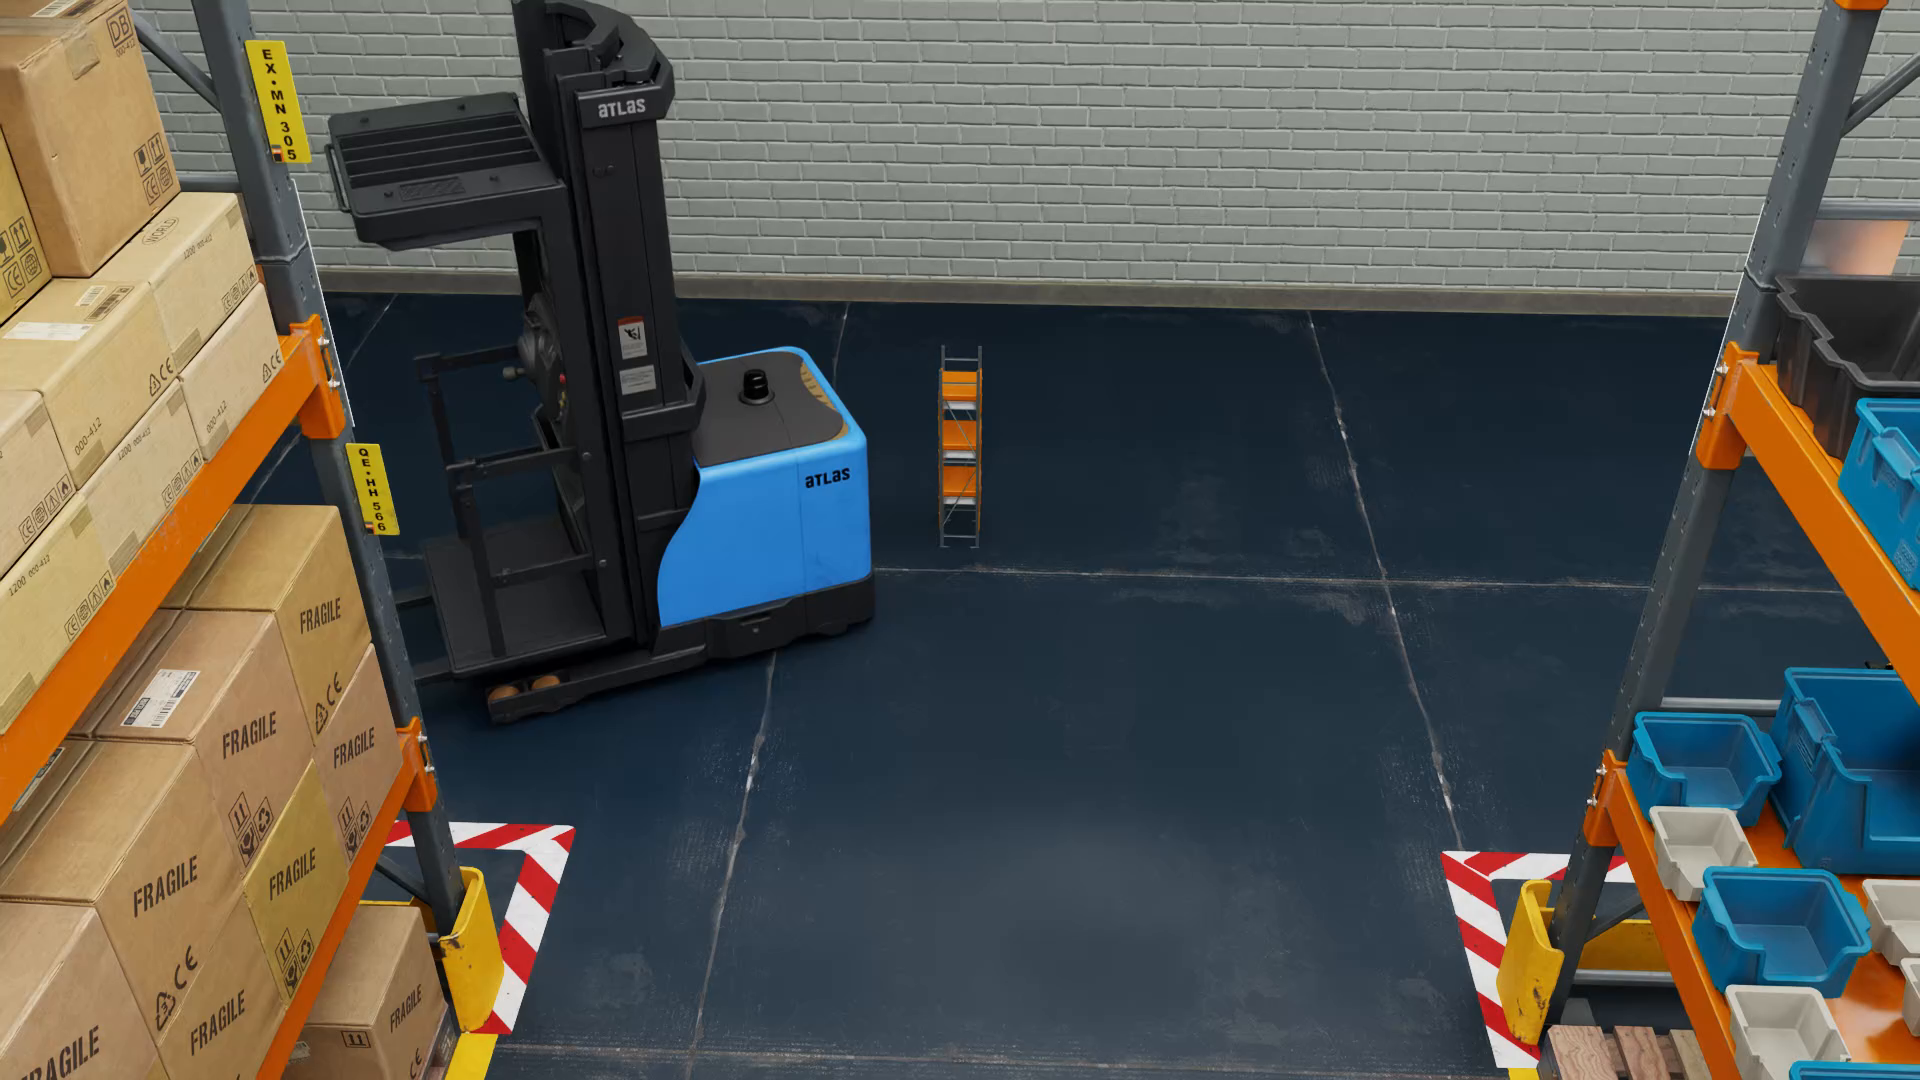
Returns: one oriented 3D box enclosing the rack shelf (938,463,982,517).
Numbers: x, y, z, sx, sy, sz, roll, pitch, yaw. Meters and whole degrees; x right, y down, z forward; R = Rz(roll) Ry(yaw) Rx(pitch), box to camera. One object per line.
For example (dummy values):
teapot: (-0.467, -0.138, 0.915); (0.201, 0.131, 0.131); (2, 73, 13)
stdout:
rack shelf: (0.002, -0.224, 8.603); (0.215, 0.259, 0.240); (1, 35, 2)

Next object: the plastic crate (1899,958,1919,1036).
plastic crate: (2.746, 1.267, 4.461); (0.396, 0.136, 0.243); (1, 35, 2)

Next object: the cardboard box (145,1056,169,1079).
cardboard box: (-2.134, 1.525, 3.830); (0.500, 0.500, 0.500); (1, 35, 1)

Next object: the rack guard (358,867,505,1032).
rack guard: (-2.328, 1.495, 6.134); (1.175, 0.500, 0.348); (1, 35, 2)

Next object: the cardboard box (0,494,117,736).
cardboard box: (-2.120, 0.138, 3.412); (0.500, 0.250, 0.500); (1, 35, 2)

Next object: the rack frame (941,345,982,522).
rack frame: (0.007, -0.530, 8.537); (0.200, 1.050, 0.008); (1, 35, 2)

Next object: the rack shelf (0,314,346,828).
rack shelf: (-2.405, 0.644, 3.187); (1.077, 0.370, 4.000); (1, 35, 2)

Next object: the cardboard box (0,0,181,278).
cardboard box: (-2.329, -0.953, 3.878); (0.700, 0.500, 0.500); (1, 35, 2)

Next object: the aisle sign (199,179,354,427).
aisle sign: (-2.016, -0.667, 4.776); (0.394, 0.787, 0.004); (1, 35, 2)

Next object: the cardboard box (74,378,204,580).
cardboard box: (-2.113, -0.149, 3.821); (0.500, 0.250, 0.500); (1, 35, 2)

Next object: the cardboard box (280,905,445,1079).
cardboard box: (-2.101, 1.589, 5.617); (0.500, 0.500, 0.500); (1, 35, 2)

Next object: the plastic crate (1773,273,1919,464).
plastic crate: (2.330, -0.414, 4.181); (0.497, 0.269, 0.590); (1, 35, 2)

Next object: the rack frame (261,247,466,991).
rack frame: (-2.325, 0.428, 5.478); (1.000, 3.000, 0.127); (1, 35, 2)

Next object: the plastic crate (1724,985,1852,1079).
plastic crate: (2.162, 1.334, 4.365); (0.250, 0.136, 0.298); (1, 35, 2)

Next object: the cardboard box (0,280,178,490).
cardboard box: (-2.111, -0.354, 3.677); (0.500, 0.250, 0.500); (1, 35, 2)

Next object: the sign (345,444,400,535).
sign: (-1.771, -0.150, 5.019); (0.100, 0.325, 0.005); (1, 35, 2)

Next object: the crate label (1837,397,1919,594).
crate label: (2.264, -0.099, 3.748); (0.408, 0.251, 0.502); (1, 35, 2)

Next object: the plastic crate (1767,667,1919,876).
plastic crate: (2.797, 0.702, 5.005); (0.616, 0.435, 0.499); (1, 35, 2)

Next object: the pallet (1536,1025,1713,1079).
pallet: (2.552, 2.159, 5.441); (1.003, 0.211, 1.213); (1, 35, 2)

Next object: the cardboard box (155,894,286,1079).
cardboard box: (-2.114, 1.236, 4.242); (0.500, 0.500, 0.500); (2, 35, 2)

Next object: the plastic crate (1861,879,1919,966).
plastic crate: (2.772, 1.101, 4.698); (0.396, 0.136, 0.243); (1, 35, 2)

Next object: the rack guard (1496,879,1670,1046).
rack guard: (2.612, 1.553, 6.051); (1.175, 0.500, 0.348); (1, 35, 2)

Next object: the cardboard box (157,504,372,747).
cardboard box: (-2.068, 0.240, 4.788); (0.500, 0.500, 0.500); (1, 35, 1)

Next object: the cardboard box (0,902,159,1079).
cardboard box: (-2.124, 1.124, 3.532); (0.500, 0.500, 0.500); (2, 35, 3)

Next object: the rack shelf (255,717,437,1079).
rack shelf: (-2.405, 1.872, 4.049); (1.077, 0.370, 4.000); (1, 35, 2)

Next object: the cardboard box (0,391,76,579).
cardboard box: (-2.135, -0.067, 3.269); (0.500, 0.250, 0.500); (1, 35, 2)

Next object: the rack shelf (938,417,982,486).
rack shelf: (0.002, -0.452, 8.444); (0.215, 0.259, 0.240); (1, 35, 2)

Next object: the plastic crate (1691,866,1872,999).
plastic crate: (2.259, 1.101, 4.613); (0.416, 0.233, 0.300); (1, 35, 2)

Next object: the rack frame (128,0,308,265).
rack frame: (-2.325, -2.026, 3.753); (1.000, 3.000, 0.127); (1, 35, 2)

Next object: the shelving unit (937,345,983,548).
shelving unit: (0.002, -0.460, 8.438); (0.215, 1.050, 0.252); (1, 35, 2)

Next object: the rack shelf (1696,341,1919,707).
rack shelf: (2.544, 0.761, 3.021); (1.077, 0.370, 4.000); (1, 35, 2)

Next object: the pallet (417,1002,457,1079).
pallet: (-2.359, 2.071, 5.566); (1.003, 0.211, 1.213); (1, 35, 2)

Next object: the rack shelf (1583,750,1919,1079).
rack shelf: (2.544, 1.988, 3.884); (1.077, 0.370, 4.000); (1, 35, 2)

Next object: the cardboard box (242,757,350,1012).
cardboard box: (-2.088, 0.949, 4.650); (0.500, 0.500, 0.500); (2, 35, 2)

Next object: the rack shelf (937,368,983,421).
rack shelf: (0.002, -0.684, 8.280); (0.215, 0.259, 0.240); (1, 35, 2)

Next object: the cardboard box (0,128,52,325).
cardboard box: (-2.434, -0.668, 3.472); (0.700, 0.500, 0.500); (1, 35, 2)

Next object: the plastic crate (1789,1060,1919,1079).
plastic crate: (2.232, 1.479, 4.075); (0.416, 0.233, 0.300); (1, 35, 2)

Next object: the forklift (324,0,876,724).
forklift: (-1.977, -0.718, 7.168); (3.031, 2.935, 1.130); (-13, 37, -18)

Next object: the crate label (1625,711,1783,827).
crate label: (2.285, 0.723, 5.152); (0.416, 0.233, 0.303); (1, 35, 2)

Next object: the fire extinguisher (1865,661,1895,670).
fire extinguisher: (3.084, 0.653, 5.550); (0.296, 0.674, 0.183); (1, 35, 2)

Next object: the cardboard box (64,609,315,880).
cardboard box: (-2.088, 0.531, 4.375); (0.500, 0.500, 0.500); (2, 35, 3)

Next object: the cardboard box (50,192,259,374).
cardboard box: (-2.091, -0.641, 4.086); (0.500, 0.250, 0.500); (1, 35, 2)

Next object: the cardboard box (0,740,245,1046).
cardboard box: (-2.104, 0.829, 3.951); (0.500, 0.500, 0.500); (2, 35, 3)

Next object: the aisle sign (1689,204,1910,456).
aisle sign: (2.330, -0.567, 4.633); (0.394, 0.787, 0.004); (1, 35, 2)

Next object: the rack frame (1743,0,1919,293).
rack frame: (2.624, -1.910, 3.587); (1.000, 3.000, 0.127); (1, 35, 2)

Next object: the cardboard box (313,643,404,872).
cardboard box: (-2.071, 0.651, 5.074); (0.500, 0.500, 0.500); (2, 35, 3)

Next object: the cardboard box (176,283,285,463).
cardboard box: (-2.082, -0.436, 4.230); (0.500, 0.250, 0.500); (1, 35, 2)

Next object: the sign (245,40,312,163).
sign: (-1.771, -1.137, 4.326); (0.100, 0.325, 0.005); (1, 35, 2)

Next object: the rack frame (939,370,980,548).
rack frame: (-0.003, -0.390, 8.338); (0.200, 1.050, 0.008); (1, 35, 2)

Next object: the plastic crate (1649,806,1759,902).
plastic crate: (2.190, 0.945, 4.920); (0.250, 0.136, 0.298); (1, 35, 2)

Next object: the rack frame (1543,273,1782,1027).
rack frame: (2.624, 0.545, 5.312); (1.000, 3.000, 0.127); (1, 35, 2)
